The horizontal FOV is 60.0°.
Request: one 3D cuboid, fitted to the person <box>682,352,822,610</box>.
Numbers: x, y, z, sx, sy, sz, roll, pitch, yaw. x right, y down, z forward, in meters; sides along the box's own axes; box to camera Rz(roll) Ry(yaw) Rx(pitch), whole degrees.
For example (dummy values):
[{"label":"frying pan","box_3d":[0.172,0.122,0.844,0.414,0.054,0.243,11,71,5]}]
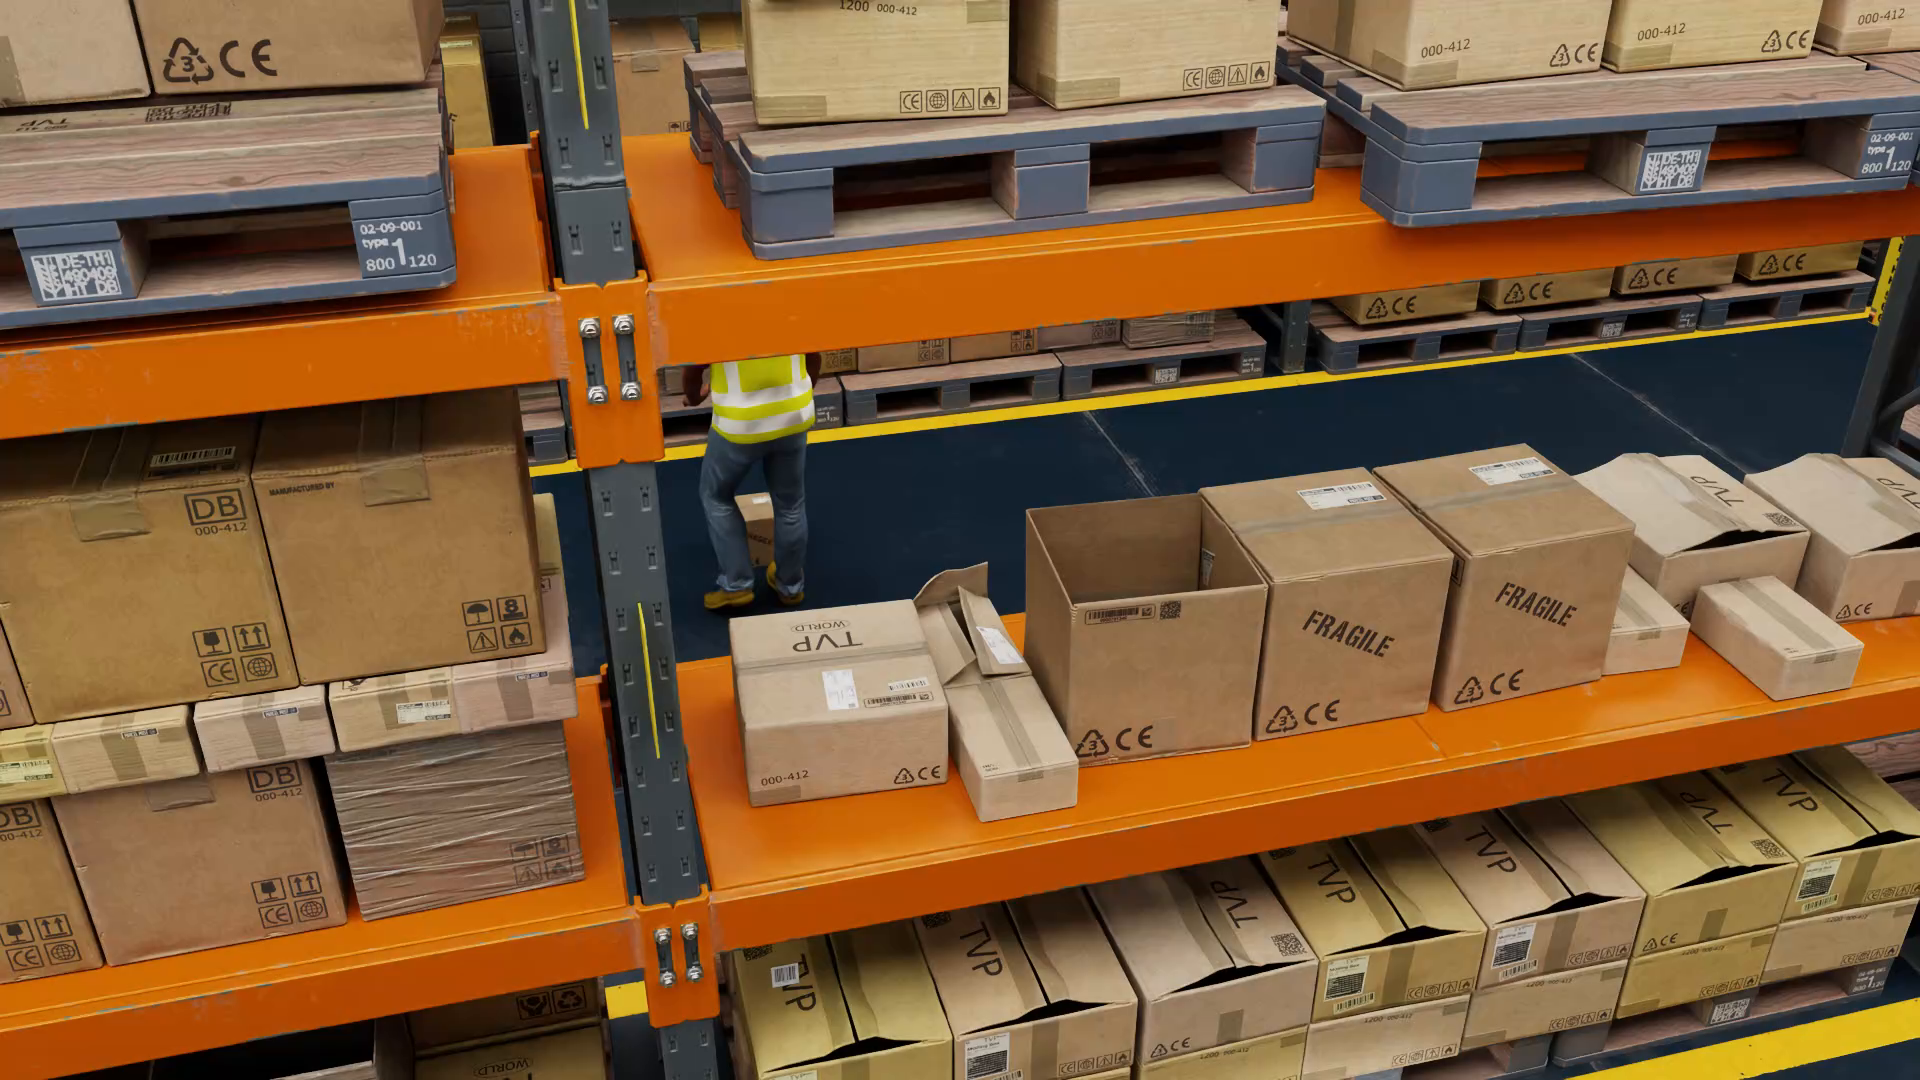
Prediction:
[{"label":"person","box_3d":[-0.873,-0.511,6.994,0.588,1.773,0.567,-12,32,-20]}]
